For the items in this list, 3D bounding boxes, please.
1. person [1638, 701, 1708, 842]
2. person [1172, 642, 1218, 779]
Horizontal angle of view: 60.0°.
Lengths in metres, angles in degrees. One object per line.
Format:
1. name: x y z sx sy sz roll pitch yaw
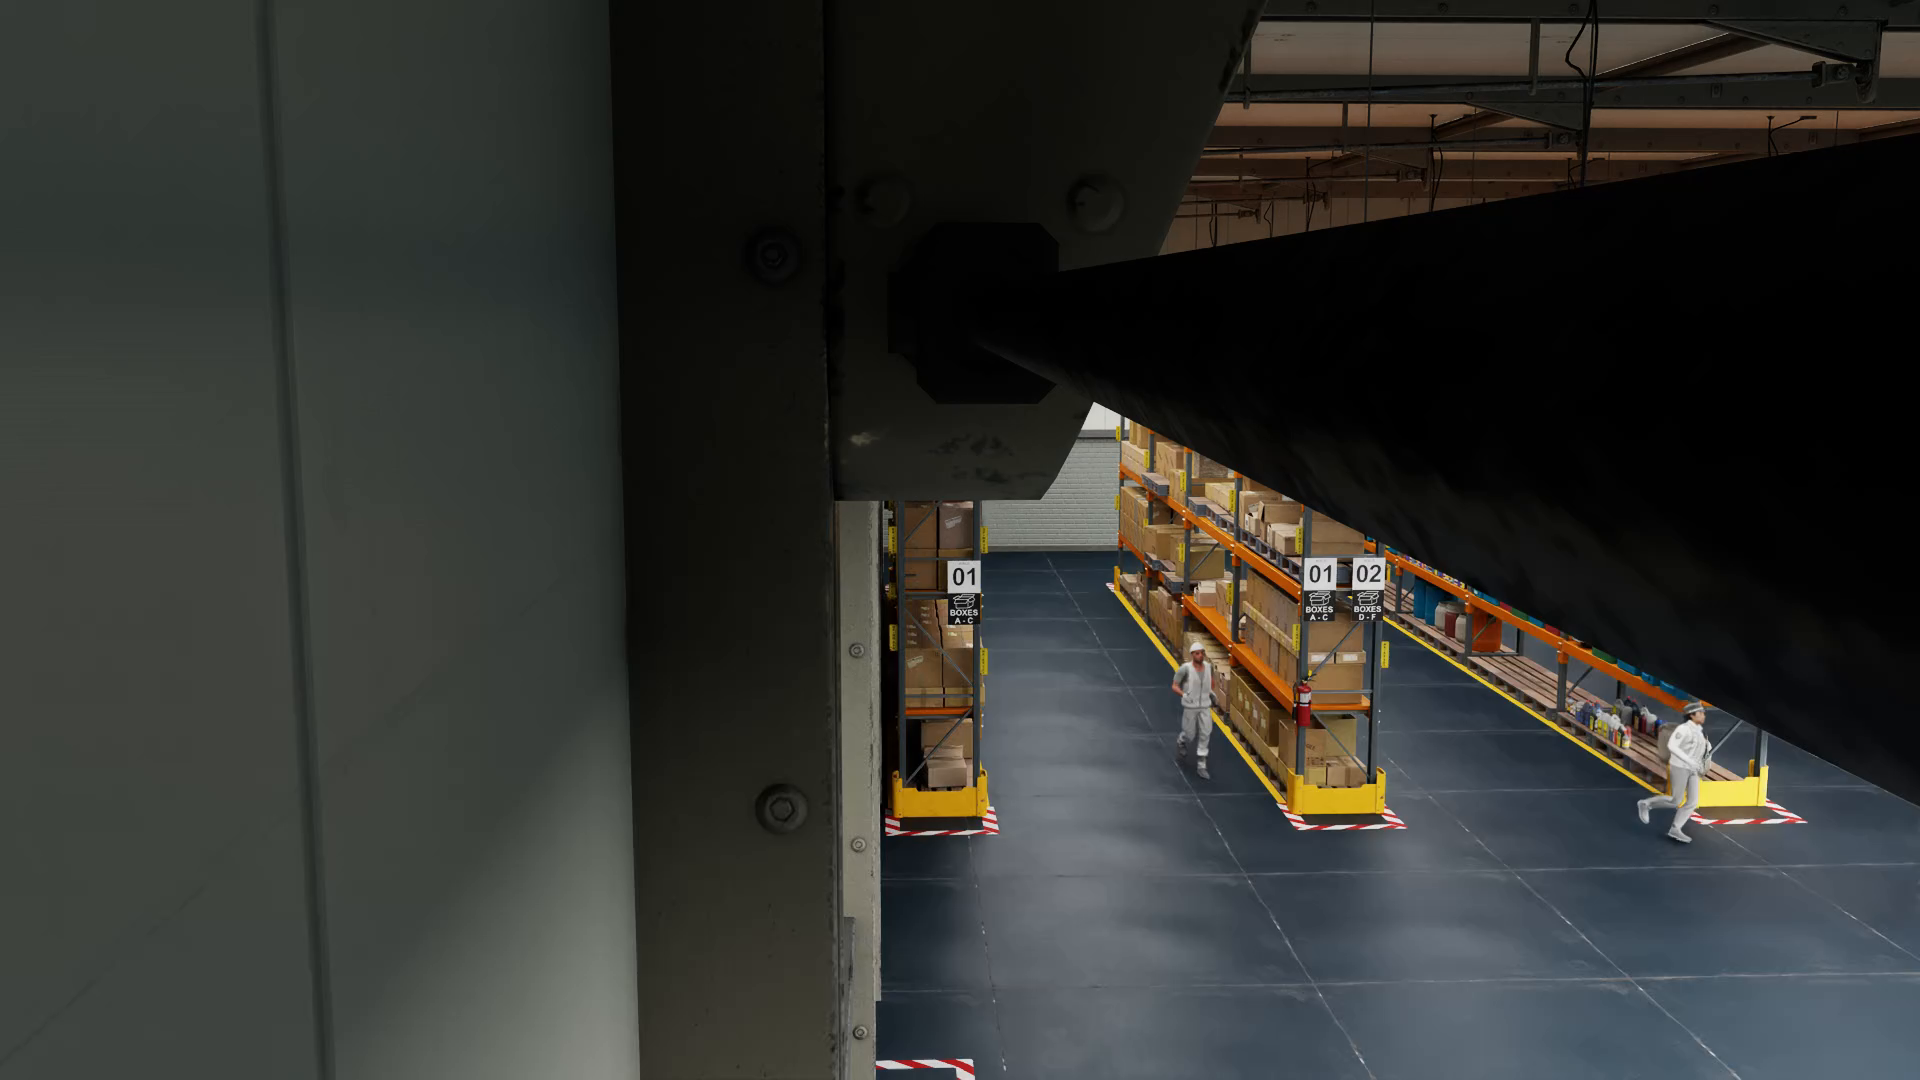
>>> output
1. person: 8.585 2.701 19.846 0.652 1.619 0.708 -6 10 -36
2. person: 3.167 2.245 22.359 0.657 1.778 0.953 -2 8 -13
